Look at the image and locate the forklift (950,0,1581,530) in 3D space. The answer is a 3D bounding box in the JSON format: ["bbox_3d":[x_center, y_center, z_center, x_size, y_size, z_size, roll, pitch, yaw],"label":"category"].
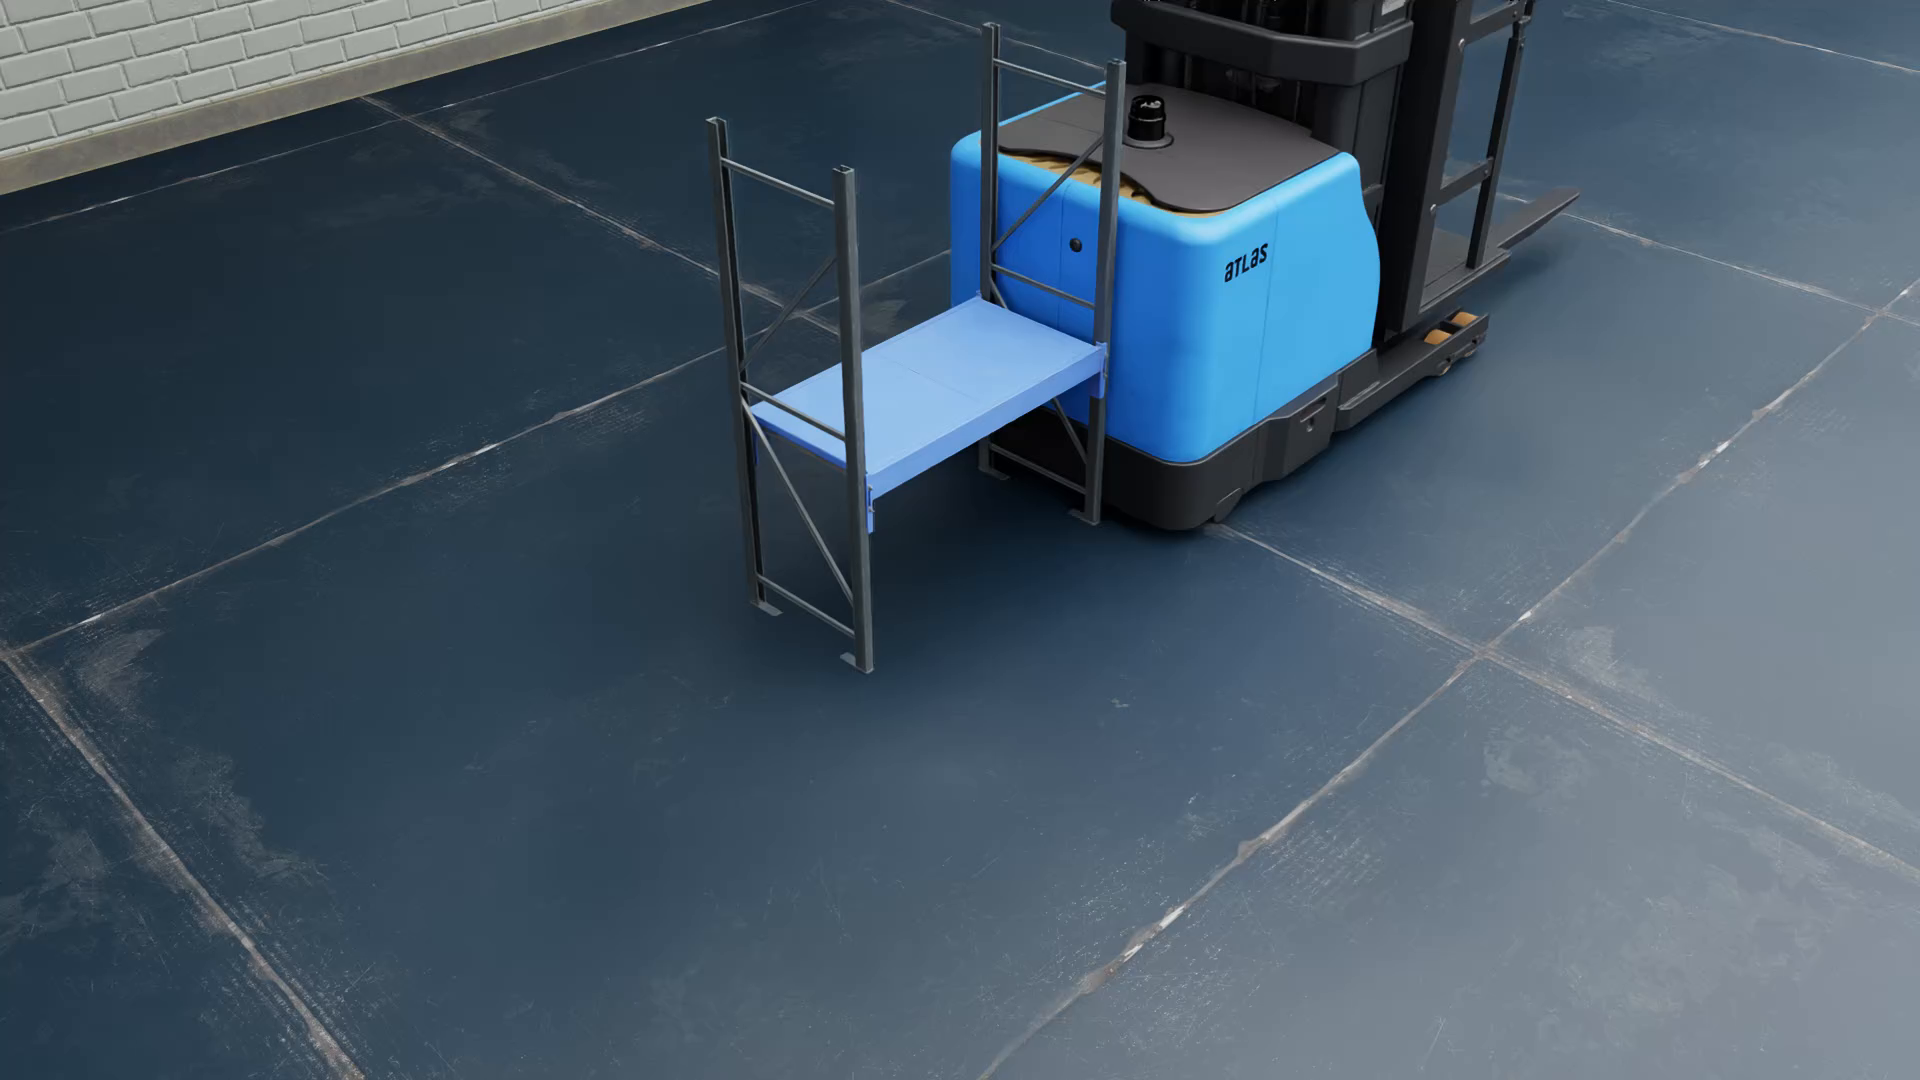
[{"bbox_3d":[1.327,-1.985,5.534,1.130,2.935,3.031,28,44,34],"label":"forklift"}]

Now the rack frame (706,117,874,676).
[{"bbox_3d":[-0.438,-0.335,4.419,0.500,1.500,0.032,28,44,34],"label":"rack frame"}]

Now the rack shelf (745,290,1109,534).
[{"bbox_3d":[-0.091,-0.400,4.827,0.538,0.185,1.000,28,44,34],"label":"rack shelf"}]

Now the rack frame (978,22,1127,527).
[{"bbox_3d":[0.255,-0.761,5.030,0.500,1.500,0.032,28,44,34],"label":"rack frame"}]

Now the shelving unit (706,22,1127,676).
[{"bbox_3d":[-0.091,-0.548,4.724,0.538,1.500,1.048,28,44,34],"label":"shelving unit"}]
